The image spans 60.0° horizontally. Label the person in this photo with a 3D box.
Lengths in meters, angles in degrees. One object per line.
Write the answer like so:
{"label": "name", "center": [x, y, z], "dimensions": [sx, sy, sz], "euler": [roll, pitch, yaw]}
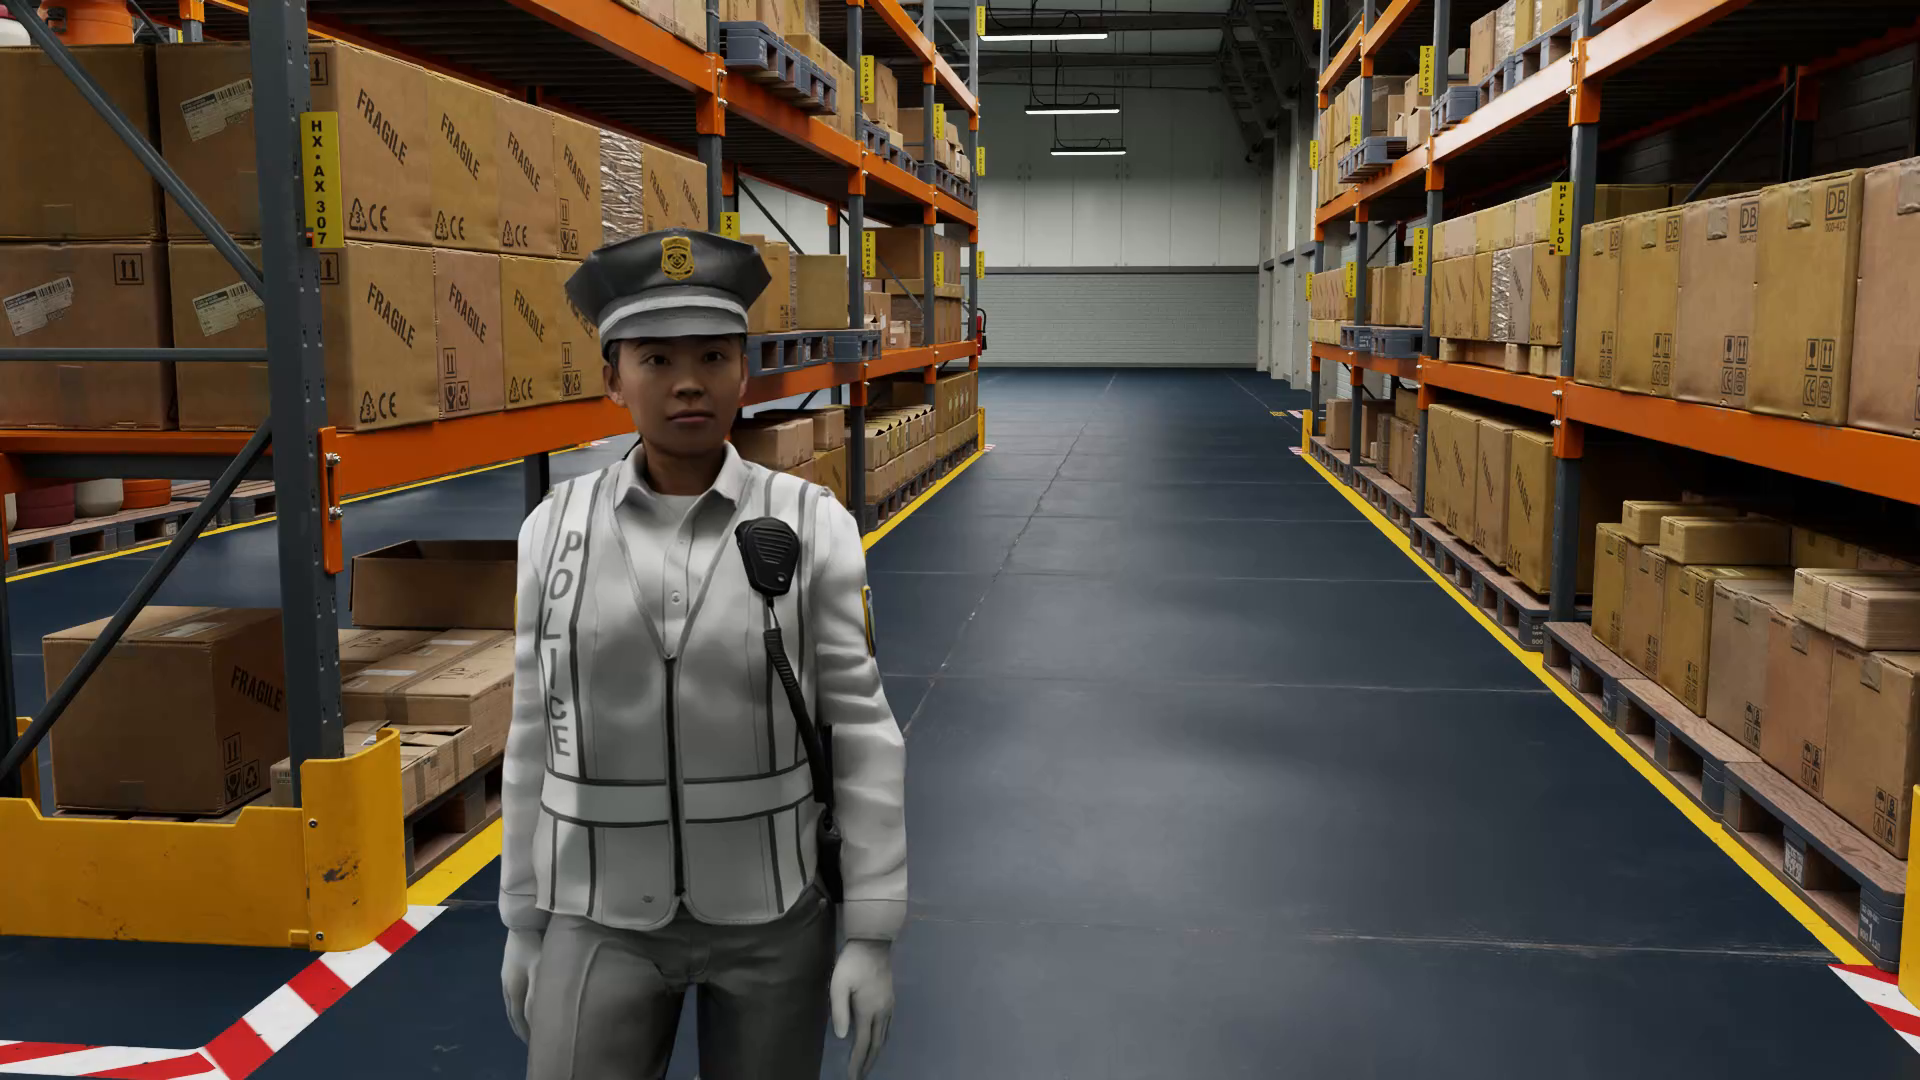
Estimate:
{"label": "person", "center": [-0.316, 0.512, 1.994], "dimensions": [0.515, 1.747, 0.492], "euler": [-1, 8, -5]}
